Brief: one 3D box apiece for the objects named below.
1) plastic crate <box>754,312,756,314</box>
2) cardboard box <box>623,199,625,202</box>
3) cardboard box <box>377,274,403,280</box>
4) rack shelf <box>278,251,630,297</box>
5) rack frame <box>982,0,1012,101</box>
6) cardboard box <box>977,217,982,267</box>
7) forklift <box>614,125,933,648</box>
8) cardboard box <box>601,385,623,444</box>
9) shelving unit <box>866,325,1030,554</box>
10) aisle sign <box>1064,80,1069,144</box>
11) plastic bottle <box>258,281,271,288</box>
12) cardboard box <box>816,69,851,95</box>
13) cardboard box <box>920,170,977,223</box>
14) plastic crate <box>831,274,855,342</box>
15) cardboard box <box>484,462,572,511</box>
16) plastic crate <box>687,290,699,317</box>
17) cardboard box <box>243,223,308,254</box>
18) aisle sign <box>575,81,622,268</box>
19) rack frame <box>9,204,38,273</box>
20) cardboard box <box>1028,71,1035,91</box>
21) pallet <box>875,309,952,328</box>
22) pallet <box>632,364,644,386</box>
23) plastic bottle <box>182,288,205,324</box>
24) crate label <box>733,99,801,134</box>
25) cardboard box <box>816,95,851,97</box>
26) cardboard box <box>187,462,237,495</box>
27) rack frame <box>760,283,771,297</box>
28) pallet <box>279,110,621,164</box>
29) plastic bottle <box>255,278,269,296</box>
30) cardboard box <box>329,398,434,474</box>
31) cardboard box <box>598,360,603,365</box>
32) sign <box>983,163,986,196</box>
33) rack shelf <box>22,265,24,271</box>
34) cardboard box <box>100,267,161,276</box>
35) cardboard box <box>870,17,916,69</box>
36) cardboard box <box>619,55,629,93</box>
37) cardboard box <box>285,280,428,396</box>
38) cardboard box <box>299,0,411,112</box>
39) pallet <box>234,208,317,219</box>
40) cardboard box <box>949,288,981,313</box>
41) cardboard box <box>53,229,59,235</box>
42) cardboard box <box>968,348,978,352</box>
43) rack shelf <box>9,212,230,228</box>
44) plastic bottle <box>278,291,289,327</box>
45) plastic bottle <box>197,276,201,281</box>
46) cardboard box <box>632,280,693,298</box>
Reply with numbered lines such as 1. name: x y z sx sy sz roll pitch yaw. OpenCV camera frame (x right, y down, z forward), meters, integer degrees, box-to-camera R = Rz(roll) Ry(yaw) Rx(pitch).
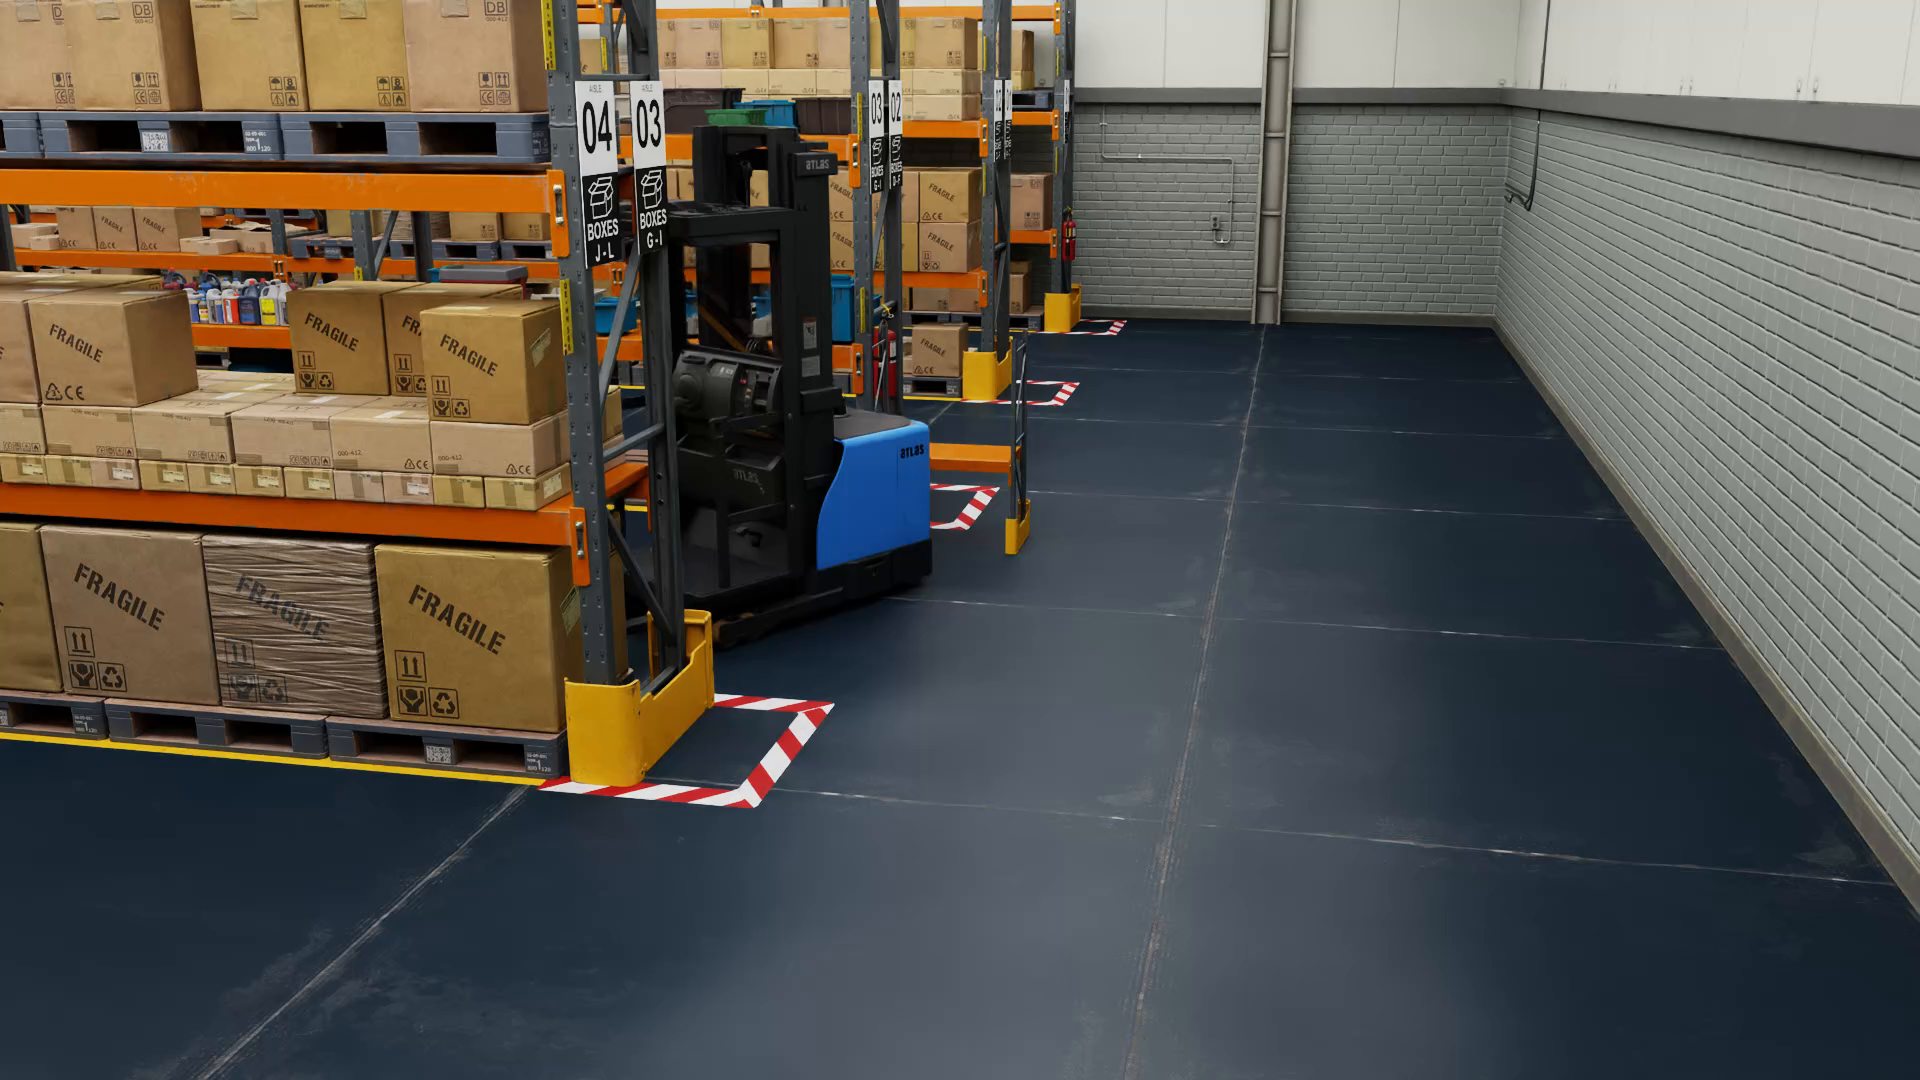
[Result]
1. plastic crate: -1.730 -1.658 12.741 0.243 0.136 0.396 3 16 11
2. cardboard box: -3.963 -3.584 18.337 0.500 0.500 0.700 -2 16 -8
3. cardboard box: -8.169 -3.867 24.193 0.500 0.500 0.700 3 16 11
4. rack shelf: -5.503 -3.009 18.585 4.000 0.370 1.077 3 16 11
5. rack frame: 0.377 -5.928 16.536 0.127 3.000 1.000 3 16 11
6. cardboard box: -0.005 -3.178 17.657 0.500 0.500 0.500 3 16 12
7. forklift: -1.549 -0.932 9.867 1.130 2.935 3.031 14 21 41
8. cardboard box: -2.017 -0.613 8.309 0.500 0.250 0.500 3 16 10
9. shelving unit: -0.075 -0.727 11.806 1.083 1.500 0.587 3 16 11
10. aisle sign: 1.371 -5.503 21.371 0.004 0.787 0.394 3 16 11
11. plastic bottle: -5.849 -2.028 13.927 0.135 0.276 0.152 3 16 11
12. cardboard box: -1.157 -4.666 16.943 0.500 0.250 0.500 3 16 11
13. cardboard box: -0.114 -3.519 17.015 0.500 0.500 0.500 3 16 11
14. plastic crate: -0.979 -1.756 12.534 0.499 0.435 0.616 3 16 11
15. cardboard box: -2.015 -0.257 7.773 0.250 0.149 0.380 3 16 12
16. plastic crate: -2.080 -1.859 13.285 0.300 0.233 0.416 3 16 11
17. cardboard box: -7.810 -3.450 18.996 0.500 0.311 0.500 4 16 15
18. aisle sign: -1.590 -1.616 7.338 0.004 0.787 0.394 3 16 11
19. rack frame: -11.382 -3.675 19.641 0.127 3.000 1.000 3 16 11
20. cardboard box: 0.694 -6.060 21.937 0.500 0.250 0.500 4 16 14
21. pallet: -0.631 -3.077 22.704 1.213 0.211 1.003 3 16 11
22. pallet: -2.870 -1.869 18.344 1.213 0.211 1.003 3 16 11
23. plastic bottle: -6.196 -1.896 13.452 0.135 0.276 0.152 3 16 11
24. crate label: -1.454 -3.249 12.761 0.502 0.251 0.408 3 16 11
25. cardboard box: -1.159 -4.421 16.996 0.500 0.250 0.500 3 16 11
26. cardboard box: -3.513 -0.339 8.067 0.250 0.149 0.380 3 16 12
27. rack frame: -2.559 -4.546 22.783 0.127 3.000 1.000 3 16 11
28. pallet: -2.330 -1.885 7.726 1.213 0.211 1.003 3 16 11
29. plastic bottle: -5.652 -1.941 13.473 0.185 0.351 0.144 3 16 11
30. cardboard box: -2.626 -0.500 7.903 0.500 0.250 0.500 3 16 10
31. cardboard box: -4.084 -2.208 18.204 0.500 0.500 0.500 3 16 11
32. sign: 0.247 -3.603 16.619 0.005 0.325 0.100 3 16 11
33. rack shelf: -13.342 -3.435 20.121 4.000 0.370 1.077 3 16 11
34. cardboard box: -12.391 -4.049 24.848 0.500 0.500 0.700 2 16 8
35. cardboard box: -0.603 -5.084 17.048 0.500 0.500 0.700 3 16 11
36. cardboard box: -4.436 -6.383 22.786 0.500 0.500 0.700 3 16 11
37. cardboard box: -3.016 -1.027 8.399 0.500 0.500 0.500 3 16 10
38. cardboard box: -2.648 -2.265 7.770 0.500 0.500 0.700 3 16 9
39. pallet: -9.679 -4.800 24.061 1.213 0.211 1.003 3 16 11
40. cardboard box: 0.164 -3.368 22.429 0.500 0.500 0.700 3 16 11
41. cardboard box: -10.484 -3.612 19.663 0.258 0.266 0.396 3 16 10
42. cardboard box: 0.035 -1.987 18.063 0.250 0.149 0.380 3 16 11
43. rack shelf: -12.359 -4.731 24.800 4.000 0.370 1.077 3 16 11
44. plastic bottle: -5.342 -1.850 13.285 0.135 0.276 0.152 3 16 11
45. plastic bottle: -6.540 -2.123 14.256 0.133 0.283 0.061 3 16 11
46. cardboard box: -4.094 -3.759 23.184 0.750 0.750 0.750 4 16 13
